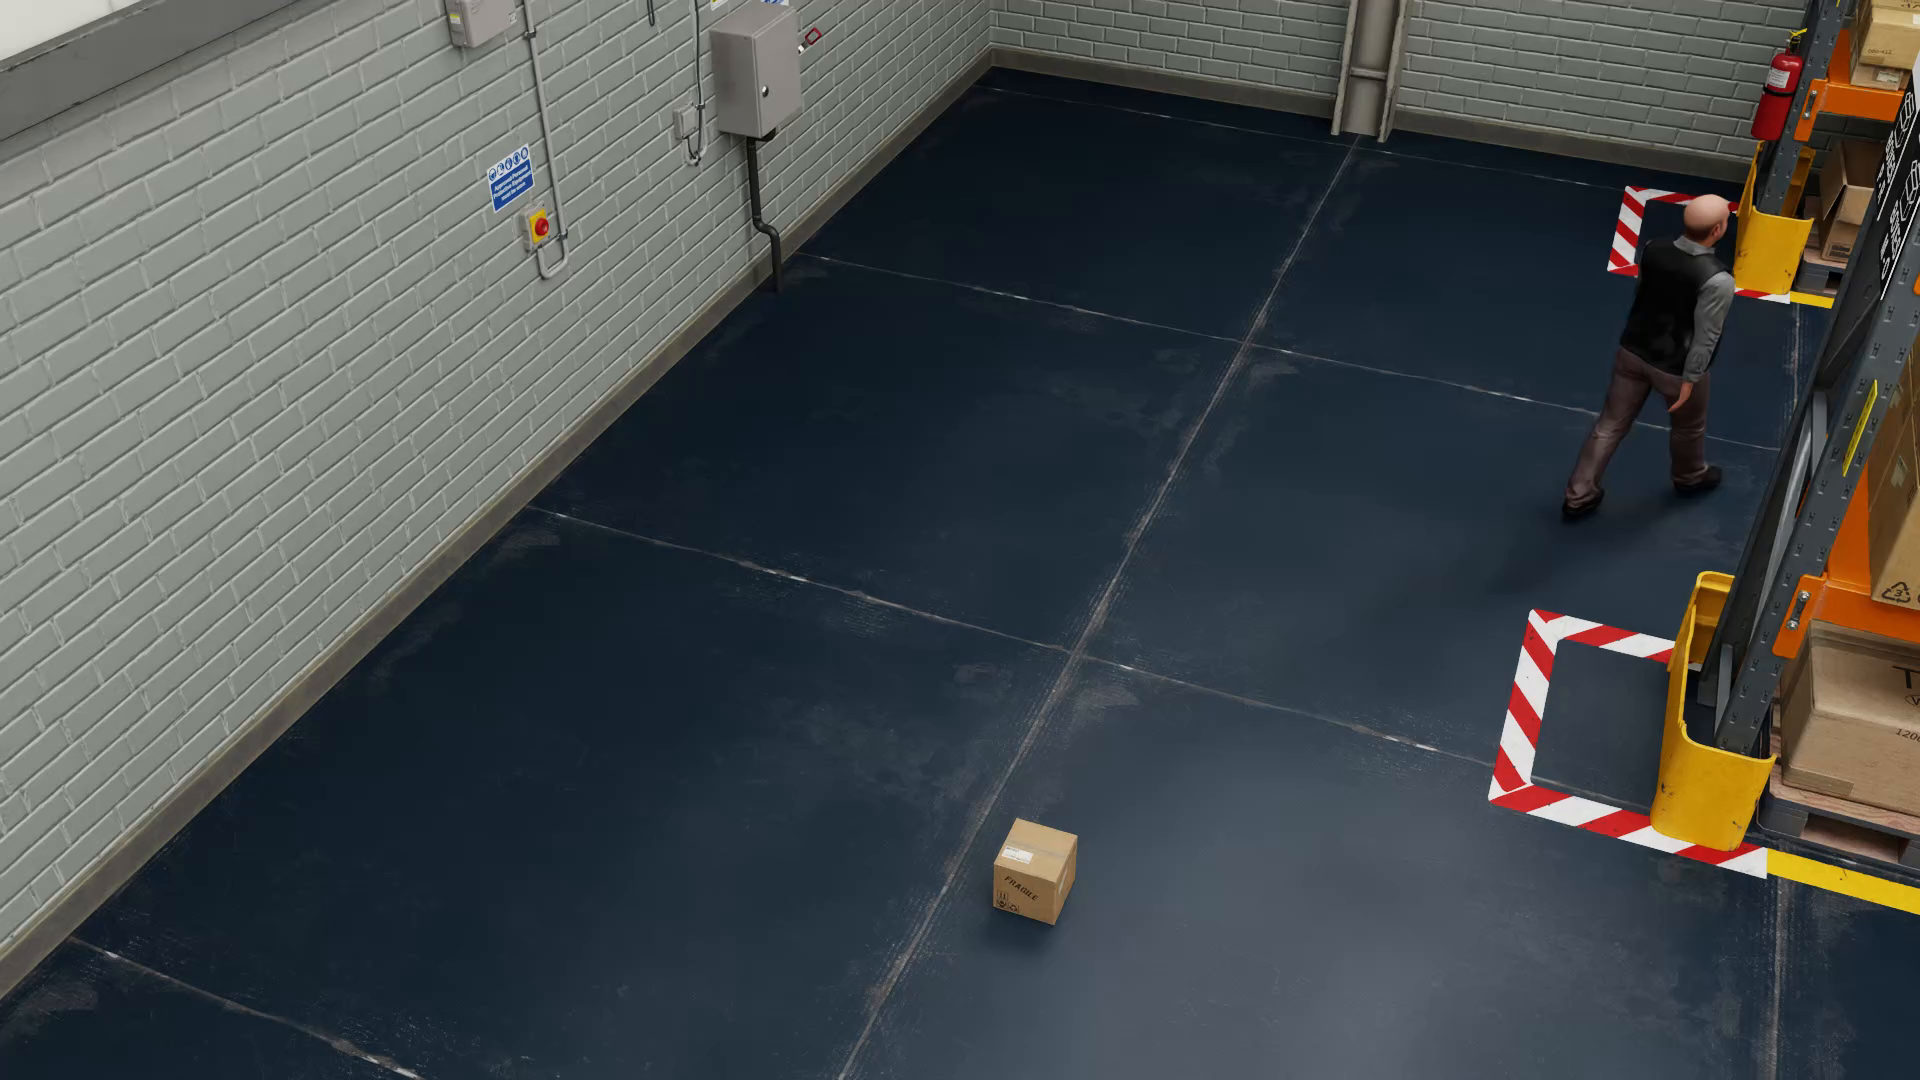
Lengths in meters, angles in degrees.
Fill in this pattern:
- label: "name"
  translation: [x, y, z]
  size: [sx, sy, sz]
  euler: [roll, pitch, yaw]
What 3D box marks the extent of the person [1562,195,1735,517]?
- label: "person"
  translation: [3.448, -0.913, 8.016]
  size: [0.969, 1.669, 0.550]
  euler: [-23, 43, -27]
